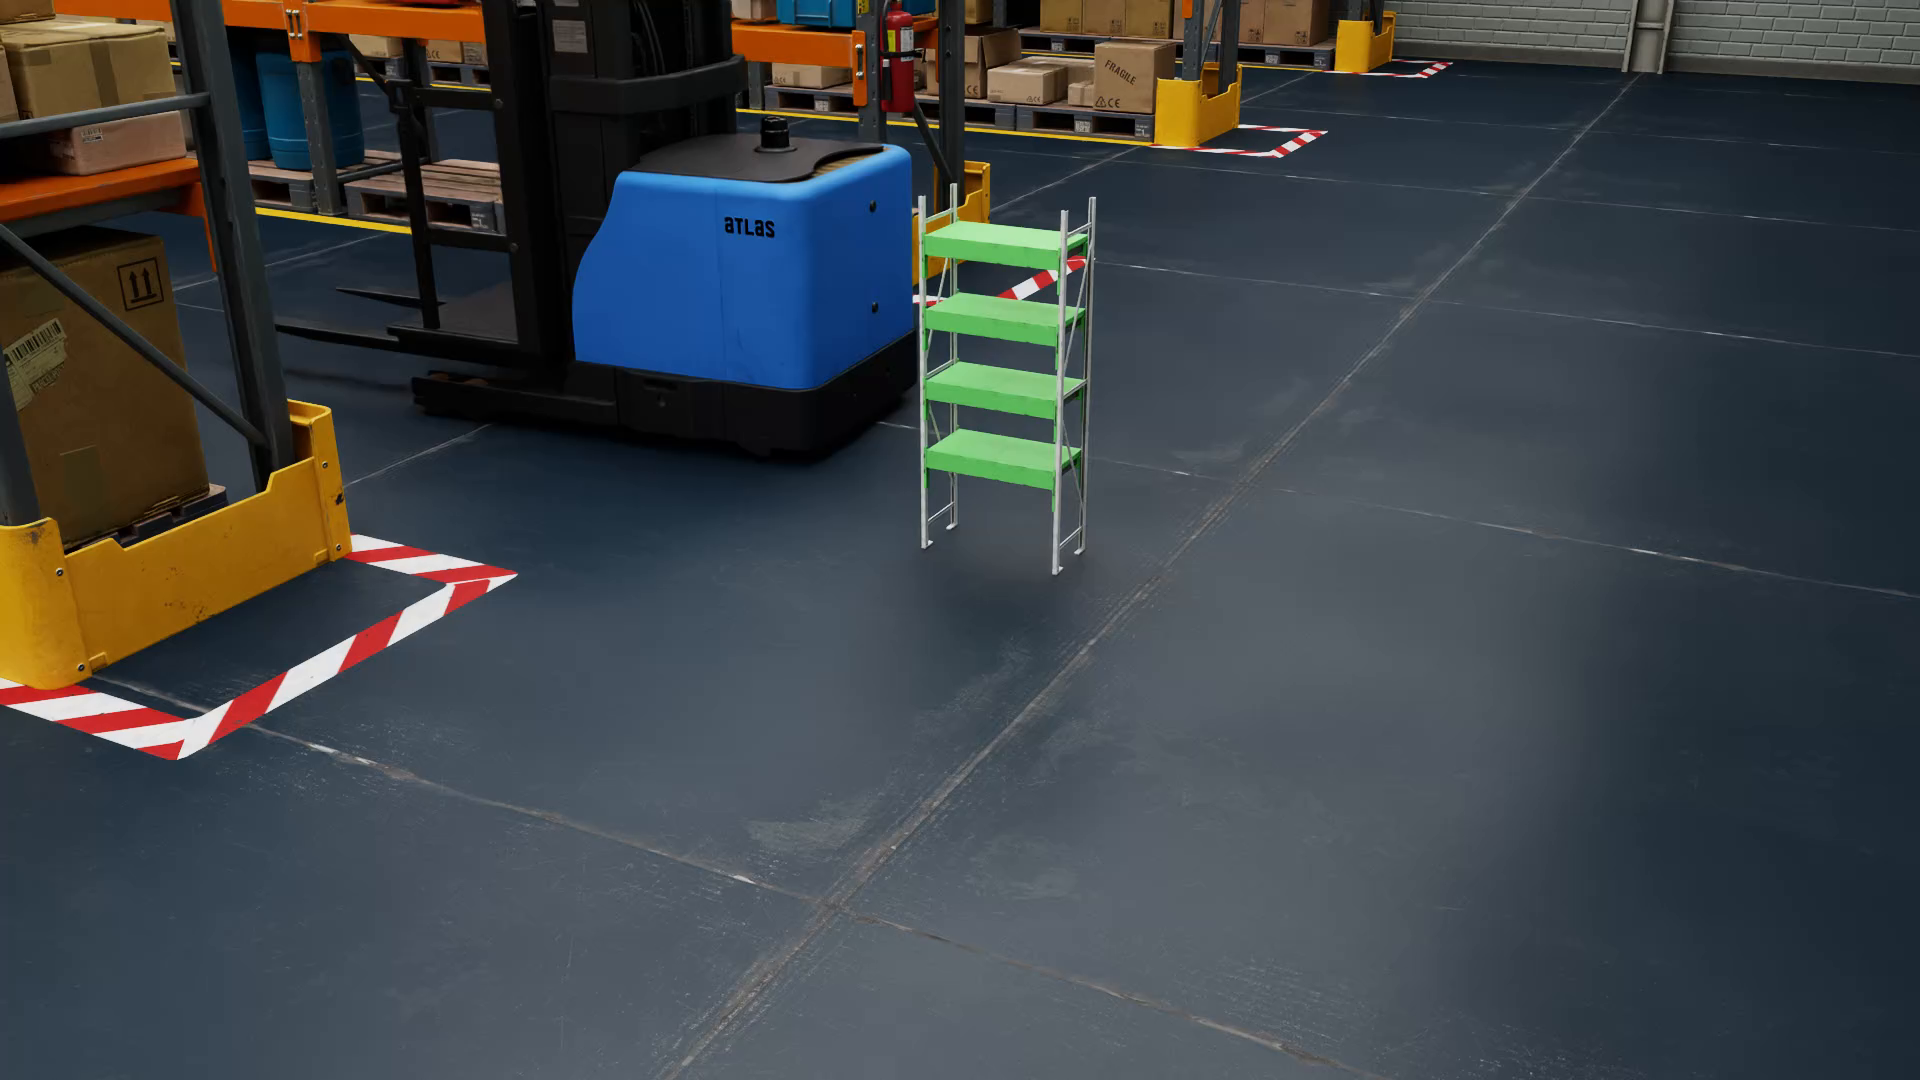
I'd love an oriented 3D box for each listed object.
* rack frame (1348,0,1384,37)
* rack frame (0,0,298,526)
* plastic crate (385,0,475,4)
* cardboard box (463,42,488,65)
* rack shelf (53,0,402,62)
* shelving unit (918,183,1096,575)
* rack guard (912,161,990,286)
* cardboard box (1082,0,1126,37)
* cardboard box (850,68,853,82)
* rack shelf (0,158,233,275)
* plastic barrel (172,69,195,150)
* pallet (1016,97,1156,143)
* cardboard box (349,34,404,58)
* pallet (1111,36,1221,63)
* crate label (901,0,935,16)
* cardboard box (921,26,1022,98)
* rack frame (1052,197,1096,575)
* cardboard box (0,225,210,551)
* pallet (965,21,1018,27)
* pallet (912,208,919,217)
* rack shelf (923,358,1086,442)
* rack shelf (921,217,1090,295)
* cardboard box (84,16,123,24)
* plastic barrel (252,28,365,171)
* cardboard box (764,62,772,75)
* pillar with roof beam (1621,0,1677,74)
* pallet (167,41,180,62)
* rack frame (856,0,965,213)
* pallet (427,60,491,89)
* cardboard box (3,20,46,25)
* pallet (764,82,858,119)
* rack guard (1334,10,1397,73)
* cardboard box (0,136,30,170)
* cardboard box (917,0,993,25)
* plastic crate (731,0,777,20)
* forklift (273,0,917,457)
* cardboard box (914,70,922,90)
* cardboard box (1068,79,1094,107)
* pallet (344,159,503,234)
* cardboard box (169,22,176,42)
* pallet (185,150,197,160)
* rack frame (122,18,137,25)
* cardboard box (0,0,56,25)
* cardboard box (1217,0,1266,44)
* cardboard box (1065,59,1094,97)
[{"bbox_3d":[4.220,-6.371,16.898,0.127,3.000,1.000,11,25,25],"label":"rack frame"},{"bbox_3d":[-2.485,-1.181,4.695,0.127,3.000,1.000,11,25,25],"label":"rack frame"},{"bbox_3d":[-3.136,-3.429,9.822,0.583,0.464,0.402,11,25,25],"label":"plastic crate"},{"bbox_3d":[-4.404,-4.835,15.917,0.500,0.500,0.500,10,25,23],"label":"cardboard box"},{"bbox_3d":[-5.604,-3.640,11.394,4.000,0.370,1.077,11,25,25],"label":"rack shelf"},{"bbox_3d":[0.148,-0.523,5.446,0.503,1.200,0.258,11,25,25],"label":"shelving unit"},{"bbox_3d":[-0.223,-1.761,9.252,0.348,0.500,1.175,11,25,25],"label":"rack guard"},{"bbox_3d":[1.718,-5.863,18.360,0.500,0.500,0.700,11,25,24],"label":"cardboard box"},{"bbox_3d":[-0.945,-4.397,14.889,0.500,0.500,0.500,11,25,25],"label":"cardboard box"},{"bbox_3d":[-4.269,-1.203,5.666,4.000,0.370,1.077,11,25,25],"label":"rack shelf"},{"bbox_3d":[-5.393,-3.024,11.670,0.421,0.512,0.421,0,23,0],"label":"plastic barrel"},{"bbox_3d":[1.209,-3.511,13.736,1.213,0.211,1.003,11,25,25],"label":"pallet"},{"bbox_3d":[-5.731,-4.989,16.625,0.500,0.250,0.500,12,26,26],"label":"cardboard box"},{"bbox_3d":[2.387,-5.418,18.220,1.213,0.211,1.003,11,25,25],"label":"pallet"},{"bbox_3d":[-0.322,-3.020,9.156,0.303,0.233,0.416,11,25,25],"label":"crate label"},{"bbox_3d":[0.098,-4.070,14.116,0.637,0.503,0.797,11,25,25],"label":"cardboard box"},{"bbox_3d":[0.365,-0.480,5.345,0.015,1.200,0.240,11,25,25],"label":"rack frame"},{"bbox_3d":[-3.092,-0.482,5.228,0.875,0.875,0.875,11,25,25],"label":"cardboard box"},{"bbox_3d":[-0.072,-5.904,19.364,1.213,0.211,1.003,11,25,25],"label":"pallet"},{"bbox_3d":[-0.968,-1.787,9.682,1.213,0.211,1.003,11,25,25],"label":"pallet"},{"bbox_3d":[0.148,-0.464,5.471,0.480,0.148,0.258,11,25,25],"label":"rack shelf"},{"bbox_3d":[0.148,-0.906,5.284,0.480,0.148,0.258,11,25,25],"label":"rack shelf"},{"bbox_3d":[-9.233,-5.693,18.280,0.500,0.250,0.500,11,25,25],"label":"cardboard box"},{"bbox_3d":[-4.297,-2.947,10.992,0.708,0.901,0.600,11,25,25],"label":"plastic barrel"},{"bbox_3d":[-1.903,-4.569,15.294,0.500,0.500,0.500,10,25,22],"label":"cardboard box"},{"bbox_3d":[5.078,-7.454,11.778,0.400,9.000,9.100,11,25,25],"label":"pillar with roof beam"},{"bbox_3d":[-8.046,-5.360,18.083,1.213,0.211,1.003,11,25,25],"label":"pallet"},{"bbox_3d":[-0.250,-2.911,8.762,0.127,3.000,1.000,11,25,25],"label":"rack frame"},{"bbox_3d":[-4.502,-4.625,16.355,1.213,0.211,1.003,11,25,25],"label":"pallet"},{"bbox_3d":[-3.258,-1.518,5.297,0.500,0.250,0.500,11,25,24],"label":"cardboard box"},{"bbox_3d":[-0.969,-3.942,14.749,1.213,0.211,1.003,11,25,25],"label":"pallet"},{"bbox_3d":[4.242,-5.217,17.378,0.348,0.500,1.175,11,25,25],"label":"rack guard"},{"bbox_3d":[-2.882,-1.288,5.268,0.250,0.149,0.380,11,25,24],"label":"cardboard box"},{"bbox_3d":[0.012,-6.351,19.061,0.750,0.750,0.750,12,26,25],"label":"cardboard box"},{"bbox_3d":[-1.059,-2.898,8.992,0.243,0.136,0.396,11,25,25],"label":"plastic crate"},{"bbox_3d":[-1.749,-2.032,6.783,3.031,2.935,1.130,10,25,21],"label":"forklift"},{"bbox_3d":[-0.528,-3.946,14.255,0.250,0.166,0.380,11,25,25],"label":"cardboard box"},{"bbox_3d":[1.071,-3.652,13.563,0.250,0.166,0.380,11,25,25],"label":"cardboard box"},{"bbox_3d":[-3.146,-2.218,10.696,1.213,0.211,1.003,11,25,25],"label":"pallet"},{"bbox_3d":[-8.017,-5.439,17.683,0.500,0.250,0.500,12,26,26],"label":"cardboard box"},{"bbox_3d":[-5.582,-2.700,11.829,1.213,0.211,1.003,11,25,25],"label":"pallet"},{"bbox_3d":[-8.721,-6.759,17.811,0.127,3.000,1.000,11,25,25],"label":"rack frame"},{"bbox_3d":[-3.237,-1.862,5.148,0.500,0.500,0.500,11,25,23],"label":"cardboard box"},{"bbox_3d":[3.104,-5.591,17.722,0.500,0.500,0.700,11,25,24],"label":"cardboard box"},{"bbox_3d":[1.185,-3.861,13.947,0.500,0.250,0.500,11,25,25],"label":"cardboard box"}]
